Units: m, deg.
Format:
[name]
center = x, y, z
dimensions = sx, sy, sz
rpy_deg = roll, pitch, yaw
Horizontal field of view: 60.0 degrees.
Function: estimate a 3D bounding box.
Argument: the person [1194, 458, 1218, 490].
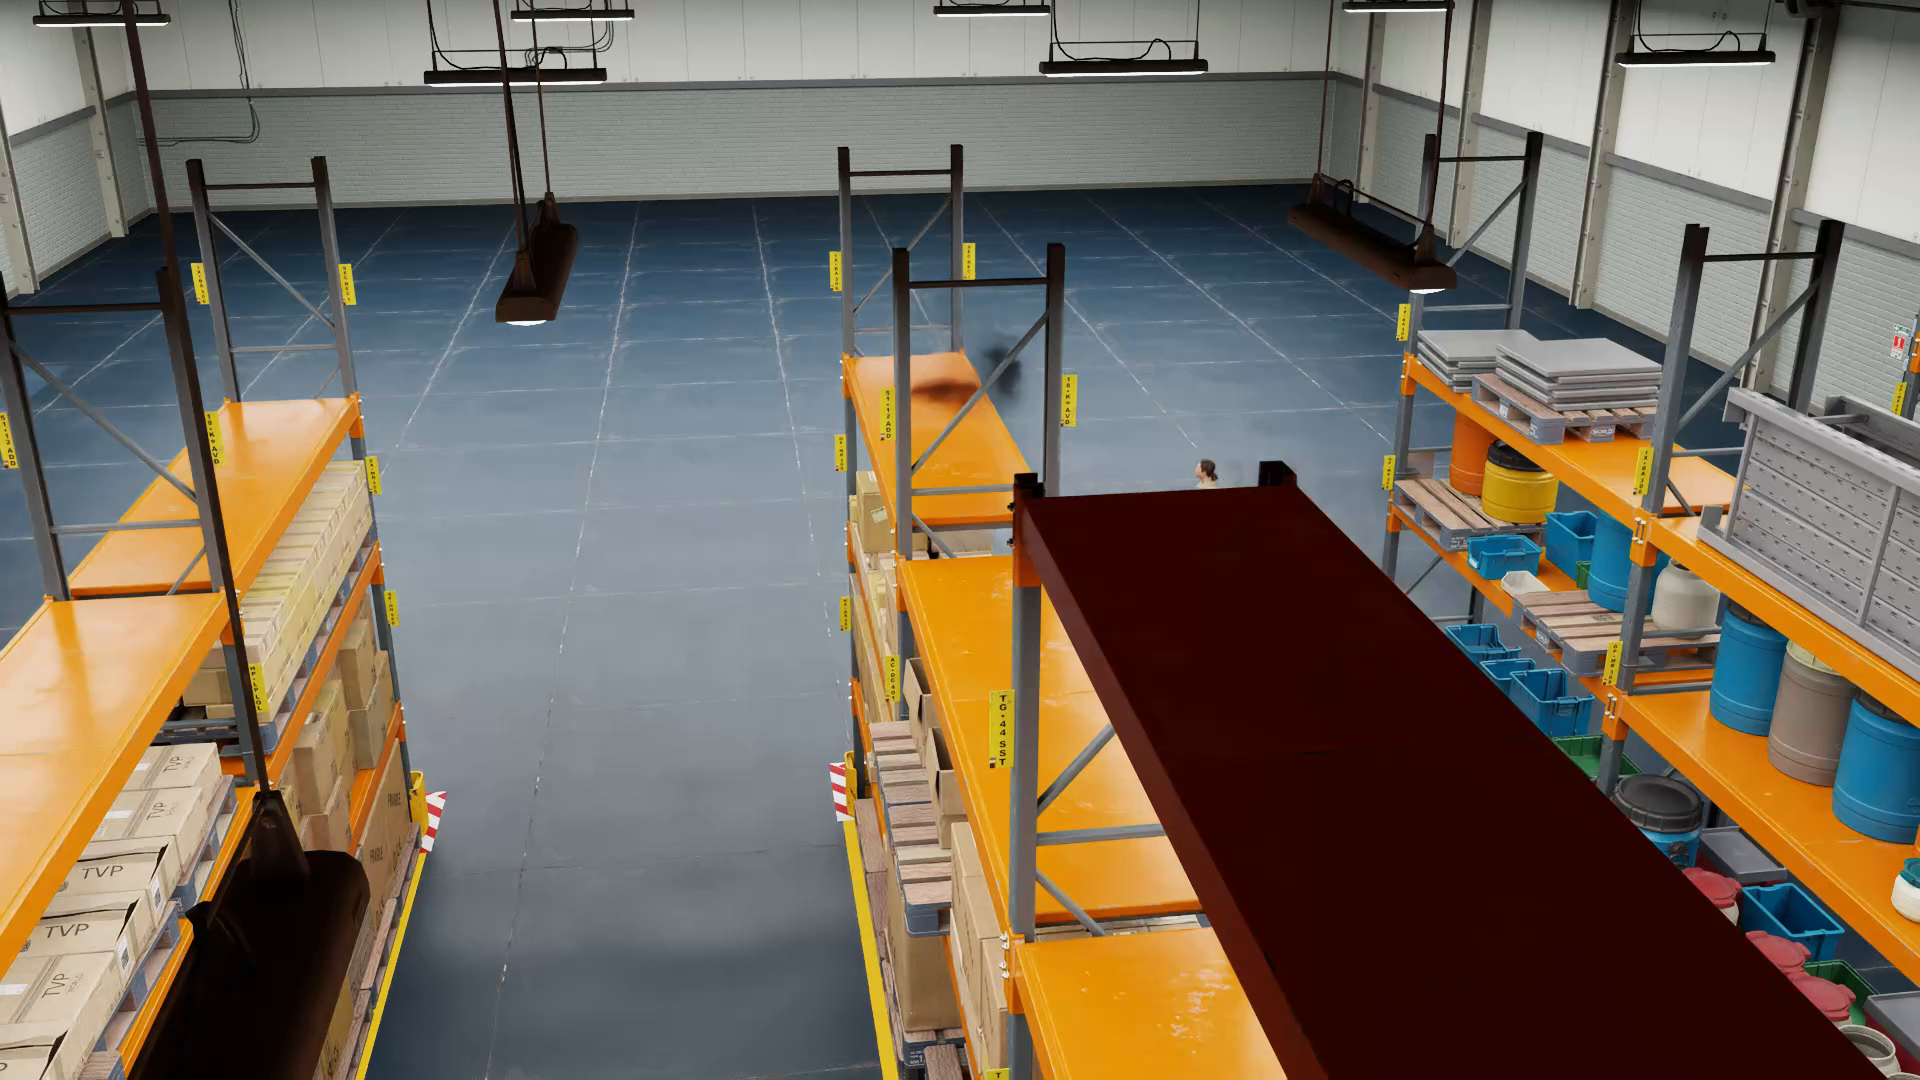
[person]
center = 2.935, -0.161, 19.785
dimensions = 0.848, 1.688, 0.598
rpy_deg = 5, 22, 13
